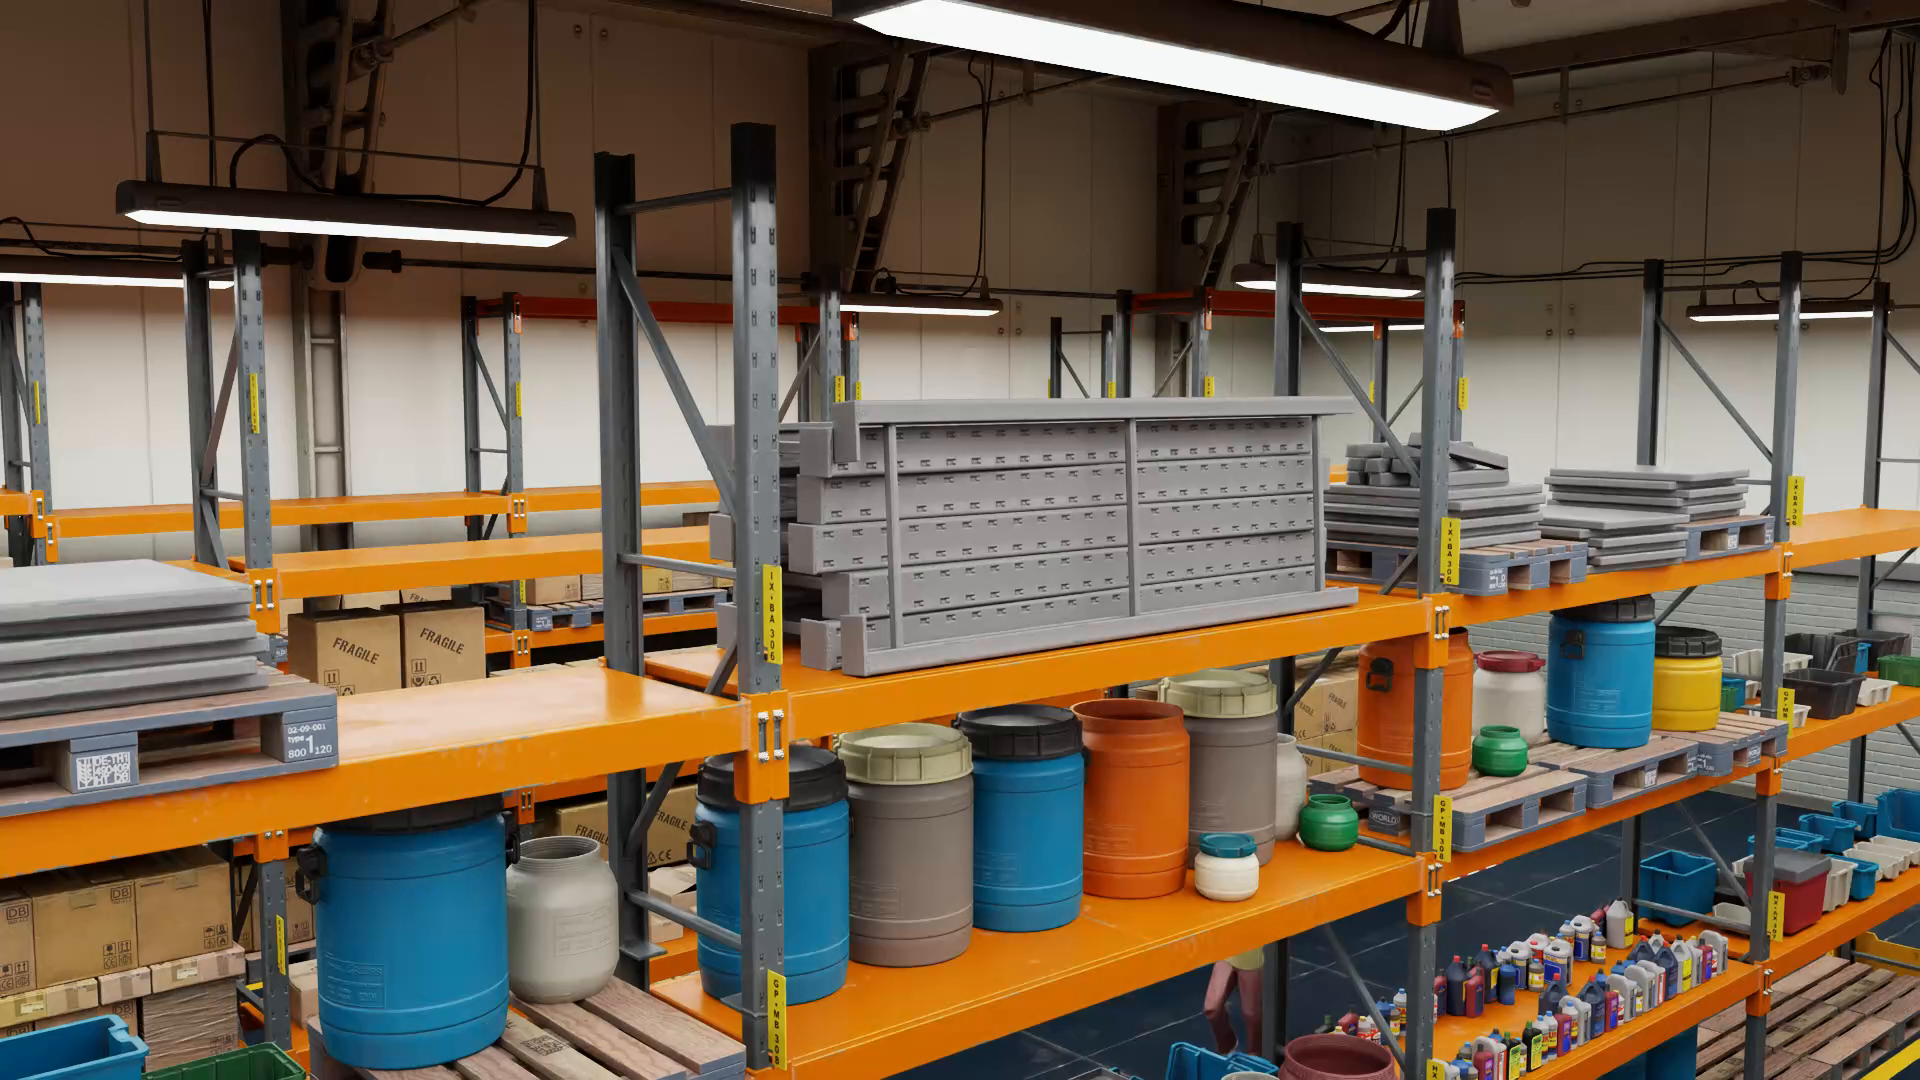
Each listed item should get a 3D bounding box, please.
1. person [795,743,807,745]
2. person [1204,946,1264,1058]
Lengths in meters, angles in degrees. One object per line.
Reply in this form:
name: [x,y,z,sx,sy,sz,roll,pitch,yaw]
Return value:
person: [-1.497,2.759,15.754,0.670,1.710,0.751,5,7,42]
person: [2.084,3.164,12.370,0.548,1.671,0.670,4,7,36]
